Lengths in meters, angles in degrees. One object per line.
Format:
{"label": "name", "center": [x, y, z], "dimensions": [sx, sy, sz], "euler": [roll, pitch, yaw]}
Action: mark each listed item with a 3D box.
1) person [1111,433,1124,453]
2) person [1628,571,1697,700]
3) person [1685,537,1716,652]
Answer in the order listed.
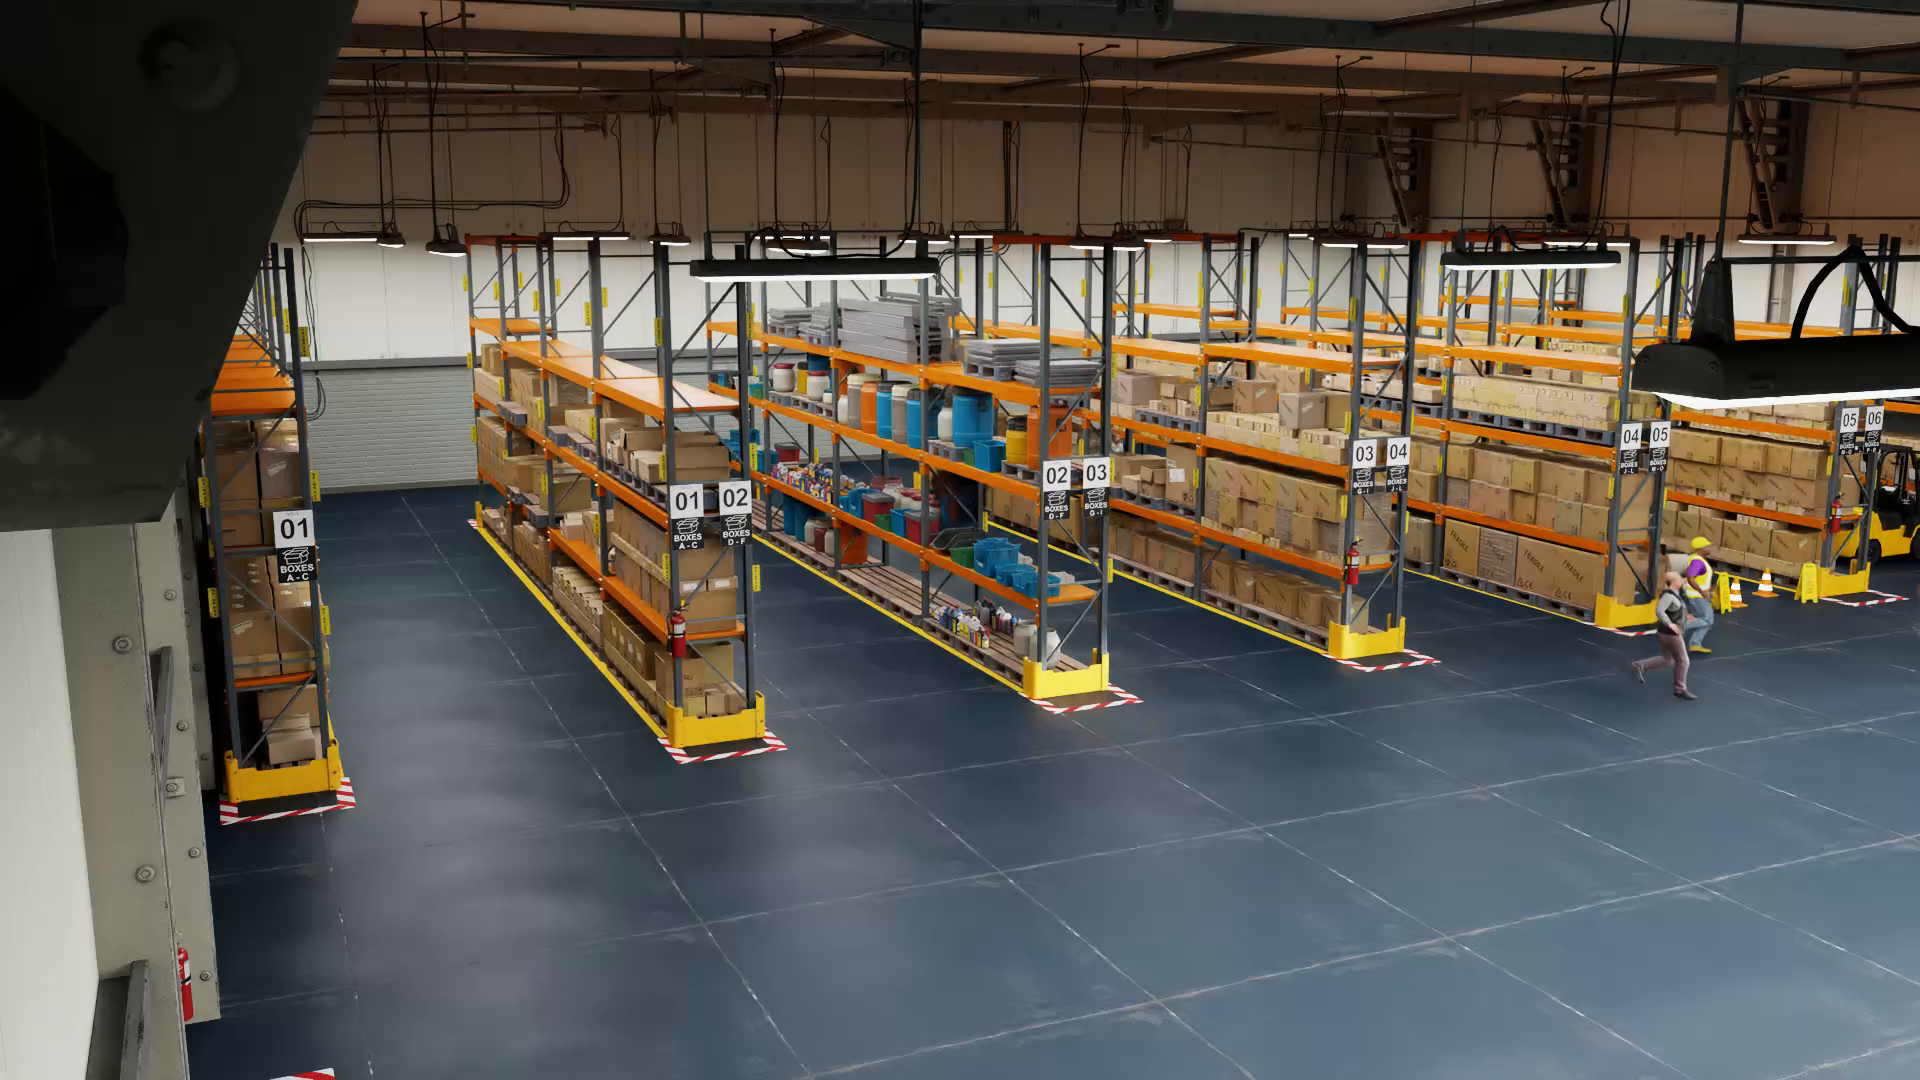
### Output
{"label": "person", "center": [3.467, -1.659, 37.629], "dimensions": [0.522, 1.573, 0.758], "euler": [-4, 12, -19]}
{"label": "person", "center": [9.438, 1.261, 22.203], "dimensions": [0.880, 1.721, 0.662], "euler": [3, 11, 17]}
{"label": "person", "center": [10.836, 0.802, 24.538], "dimensions": [0.593, 1.720, 0.707], "euler": [4, 12, 22]}
